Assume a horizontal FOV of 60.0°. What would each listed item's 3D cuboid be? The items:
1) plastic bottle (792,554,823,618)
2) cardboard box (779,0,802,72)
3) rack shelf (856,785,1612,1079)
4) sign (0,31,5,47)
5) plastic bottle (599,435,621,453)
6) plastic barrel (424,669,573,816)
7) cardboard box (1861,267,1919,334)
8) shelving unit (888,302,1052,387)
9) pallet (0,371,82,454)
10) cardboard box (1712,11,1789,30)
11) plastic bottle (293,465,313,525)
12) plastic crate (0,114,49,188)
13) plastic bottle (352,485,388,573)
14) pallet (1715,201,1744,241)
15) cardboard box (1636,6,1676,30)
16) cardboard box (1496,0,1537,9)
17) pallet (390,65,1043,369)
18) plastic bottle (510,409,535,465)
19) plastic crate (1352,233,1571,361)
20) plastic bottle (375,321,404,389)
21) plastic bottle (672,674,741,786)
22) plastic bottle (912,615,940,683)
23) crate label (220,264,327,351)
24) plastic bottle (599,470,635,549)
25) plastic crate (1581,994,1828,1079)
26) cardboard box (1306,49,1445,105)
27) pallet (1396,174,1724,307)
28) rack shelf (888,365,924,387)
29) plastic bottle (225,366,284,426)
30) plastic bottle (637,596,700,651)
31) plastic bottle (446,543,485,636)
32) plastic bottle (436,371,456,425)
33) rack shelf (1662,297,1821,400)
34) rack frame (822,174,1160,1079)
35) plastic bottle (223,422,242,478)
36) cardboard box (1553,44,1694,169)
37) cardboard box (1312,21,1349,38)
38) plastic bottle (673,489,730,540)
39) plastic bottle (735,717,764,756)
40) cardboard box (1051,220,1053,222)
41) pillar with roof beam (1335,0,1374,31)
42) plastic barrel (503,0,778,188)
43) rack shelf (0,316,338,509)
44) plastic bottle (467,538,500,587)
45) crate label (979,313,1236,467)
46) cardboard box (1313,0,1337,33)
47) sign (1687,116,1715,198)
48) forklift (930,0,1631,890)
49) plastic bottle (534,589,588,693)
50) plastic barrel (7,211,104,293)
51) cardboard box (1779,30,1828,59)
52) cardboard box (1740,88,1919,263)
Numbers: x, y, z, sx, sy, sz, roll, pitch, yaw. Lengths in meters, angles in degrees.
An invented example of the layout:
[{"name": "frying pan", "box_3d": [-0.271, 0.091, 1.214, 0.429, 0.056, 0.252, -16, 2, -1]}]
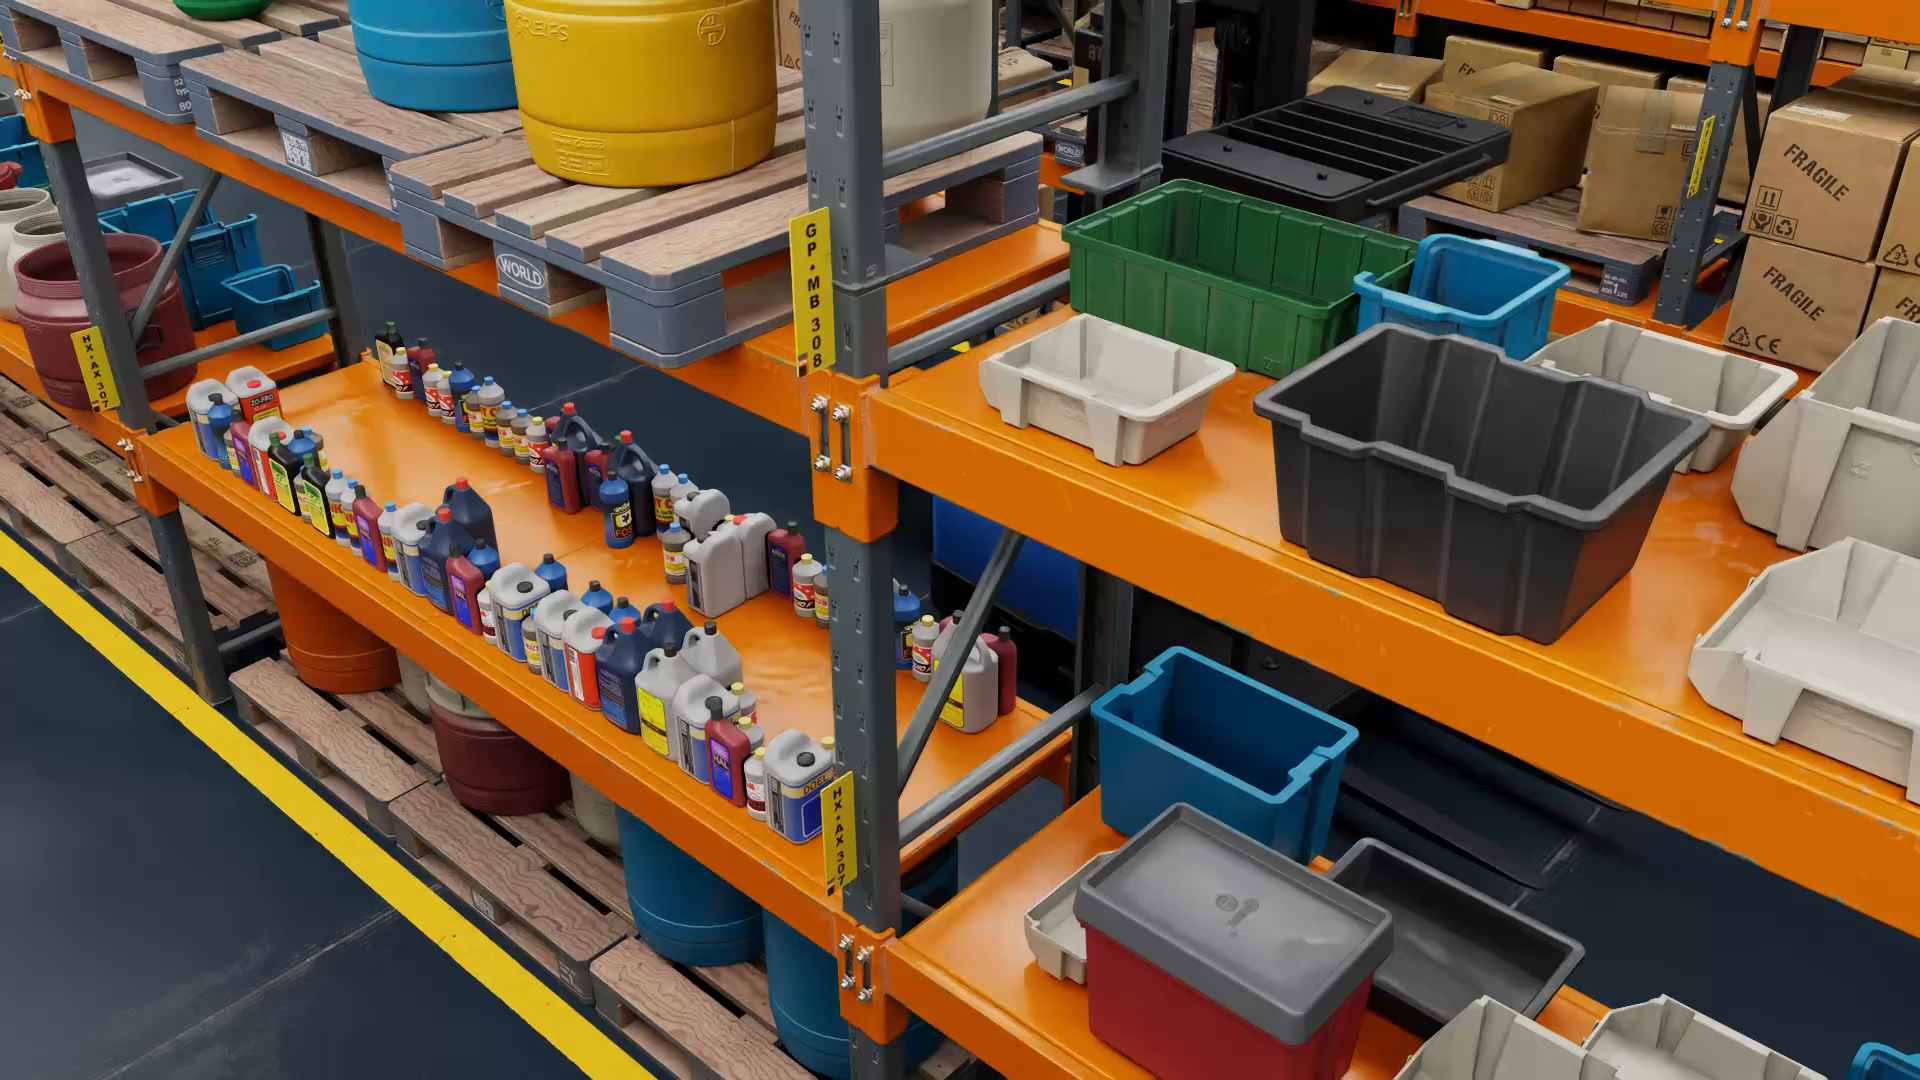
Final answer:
[{"name": "plastic bottle", "box_3d": [-0.484, 0.138, 5.304, 0.097, 0.201, 0.097, 0, 31, 0]}, {"name": "cardboard box", "box_3d": [-0.808, -3.291, 10.711, 0.500, 0.500, 0.500, 23, 38, 33]}, {"name": "rack shelf", "box_3d": [1.569, 1.604, 3.374, 4.000, 0.370, 1.077, 25, 39, 35]}, {"name": "sign", "box_3d": [-3.243, -1.808, 5.538, 0.005, 0.325, 0.100, 25, 39, 35]}, {"name": "plastic bottle", "box_3d": [-1.210, -0.248, 5.867, 0.133, 0.283, 0.061, 25, 39, 35]}, {"name": "plastic barrel", "box_3d": [-1.668, 0.626, 6.232, 0.708, 0.588, 0.600, 25, 39, 35]}, {"name": "cardboard box", "box_3d": [3.990, -0.875, 6.699, 0.500, 0.500, 0.500, 26, 40, 36]}, {"name": "shelving unit", "box_3d": [-0.120, -0.725, 8.001, 0.587, 1.500, 1.083, -27, 40, -37]}, {"name": "pallet", "box_3d": [-5.237, -0.713, 9.230, 1.213, 0.211, 1.003, 25, 39, 35]}, {"name": "cardboard box", "box_3d": [5.471, -3.777, 11.211, 0.500, 0.500, 0.500, 25, 39, 35]}, {"name": "plastic bottle", "box_3d": [-2.266, -0.165, 5.809, 0.097, 0.201, 0.097, 0, 31, 0]}, {"name": "plastic crate", "box_3d": [-4.818, -1.895, 8.505, 0.575, 0.384, 0.392, 25, 39, 35]}, {"name": "plastic bottle", "box_3d": [-1.949, -0.040, 5.521, 0.133, 0.283, 0.061, 25, 39, 35]}, {"name": "pallet", "box_3d": [6.112, -2.228, 11.747, 1.213, 0.211, 1.003, 25, 39, 35]}, {"name": "cardboard box", "box_3d": [5.002, -3.741, 11.780, 0.250, 0.149, 0.380, 25, 39, 35]}, {"name": "cardboard box", "box_3d": [4.178, -4.053, 12.298, 0.250, 0.149, 0.380, 26, 40, 36]}, {"name": "pallet", "box_3d": [-0.560, -0.834, 4.002, 1.003, 0.211, 1.213, 25, 39, 35]}, {"name": "plastic bottle", "box_3d": [-1.616, -0.390, 6.182, 0.097, 0.201, 0.097, 0, 31, 0]}, {"name": "plastic crate", "box_3d": [0.976, -0.417, 3.288, 0.300, 0.233, 0.416, 25, 39, 35]}, {"name": "plastic bottle", "box_3d": [-2.293, -0.754, 6.707, 0.133, 0.283, 0.061, 25, 39, 35]}, {"name": "plastic bottle", "box_3d": [-0.694, 0.518, 4.602, 0.135, 0.276, 0.152, 25, 39, 35]}, {"name": "plastic bottle", "box_3d": [-0.096, 0.320, 5.003, 0.097, 0.201, 0.097, 0, 31, 0]}, {"name": "crate label", "box_3d": [-2.940, -0.998, 7.162, 0.416, 0.233, 0.303, 25, 39, 35]}, {"name": "plastic bottle", "box_3d": [-1.168, -0.111, 5.650, 0.097, 0.271, 0.097, 0, 31, 0]}, {"name": "plastic crate", "box_3d": [1.579, 1.179, 3.581, 0.466, 0.136, 0.293, 25, 39, 35]}, {"name": "cardboard box", "box_3d": [2.062, -2.100, 8.325, 0.500, 0.500, 0.700, 15, 34, 23]}, {"name": "pallet", "box_3d": [2.894, -1.525, 8.061, 1.213, 0.211, 1.003, 25, 39, 35]}, {"name": "rack shelf", "box_3d": [-0.126, -0.575, 8.099, 0.538, 0.185, 1.000, -27, 40, -37]}, {"name": "plastic bottle", "box_3d": [-2.673, -0.512, 6.313, 0.135, 0.276, 0.152, 25, 39, 35]}, {"name": "plastic bottle", "box_3d": [-0.855, 0.313, 4.870, 0.185, 0.351, 0.144, 25, 39, 35]}, {"name": "plastic bottle", "box_3d": [-1.541, 0.151, 5.205, 0.133, 0.283, 0.061, 25, 39, 35]}, {"name": "plastic bottle", "box_3d": [-1.977, -0.558, 6.461, 0.097, 0.201, 0.097, 0, 31, 0]}, {"name": "rack shelf", "box_3d": [4.896, -0.289, 6.519, 4.000, 0.370, 1.077, 25, 39, 35]}, {"name": "rack frame", "box_3d": [0.086, 0.604, 4.339, 0.127, 3.000, 1.000, 25, 39, 35]}, {"name": "plastic bottle", "box_3d": [-2.636, -0.338, 6.095, 0.097, 0.201, 0.097, 0, 31, 0]}, {"name": "cardboard box", "box_3d": [4.871, -3.218, 12.364, 0.750, 0.750, 0.750, 25, 39, 35]}, {"name": "cardboard box", "box_3d": [2.896, -4.139, 14.213, 0.500, 0.500, 0.700, 25, 39, 35]}, {"name": "plastic bottle", "box_3d": [-0.860, -0.050, 5.544, 0.135, 0.276, 0.152, 25, 39, 35]}, {"name": "plastic bottle", "box_3d": [-0.585, 0.577, 4.576, 0.097, 0.201, 0.097, 0, 31, 0]}, {"name": "cardboard box", "box_3d": [0.256, -1.969, 10.871, 0.500, 0.250, 0.500, 25, 39, 35]}, {"name": "pillar with roof beam", "box_3d": [0.496, -6.274, 9.946, 0.400, 9.000, 9.100, 25, 39, 35]}, {"name": "plastic barrel", "box_3d": [-0.727, -1.180, 3.804, 0.600, 0.588, 0.600, 0, 31, 0]}, {"name": "rack shelf", "box_3d": [-4.362, -1.165, 7.974, 4.000, 0.370, 1.077, 25, 39, 35]}, {"name": "plastic bottle", "box_3d": [-1.502, 0.119, 5.268, 0.097, 0.271, 0.097, 0, 31, 0]}, {"name": "crate label", "box_3d": [0.255, -0.288, 3.168, 0.466, 0.136, 0.293, 25, 39, 35]}, {"name": "cardboard box", "box_3d": [2.819, -4.458, 14.017, 0.500, 0.250, 0.500, 26, 40, 36]}, {"name": "sign", "box_3d": [3.043, -1.572, 6.830, 0.005, 0.325, 0.100, 25, 39, 35]}, {"name": "forklift", "box_3d": [1.235, -0.535, 6.296, 1.130, 2.935, 3.031, -26, 39, -36]}, {"name": "plastic bottle", "box_3d": [-1.167, 0.297, 4.969, 0.135, 0.276, 0.152, 25, 39, 35]}, {"name": "plastic barrel", "box_3d": [-3.785, -1.103, 7.065, 0.421, 0.512, 0.421, 0, 31, 0]}, {"name": "cardboard box", "box_3d": [5.694, -3.348, 11.128, 0.250, 0.149, 0.380, 25, 39, 35]}, {"name": "cardboard box", "box_3d": [3.574, -1.490, 6.750, 0.500, 0.500, 0.500, 26, 40, 36]}]
